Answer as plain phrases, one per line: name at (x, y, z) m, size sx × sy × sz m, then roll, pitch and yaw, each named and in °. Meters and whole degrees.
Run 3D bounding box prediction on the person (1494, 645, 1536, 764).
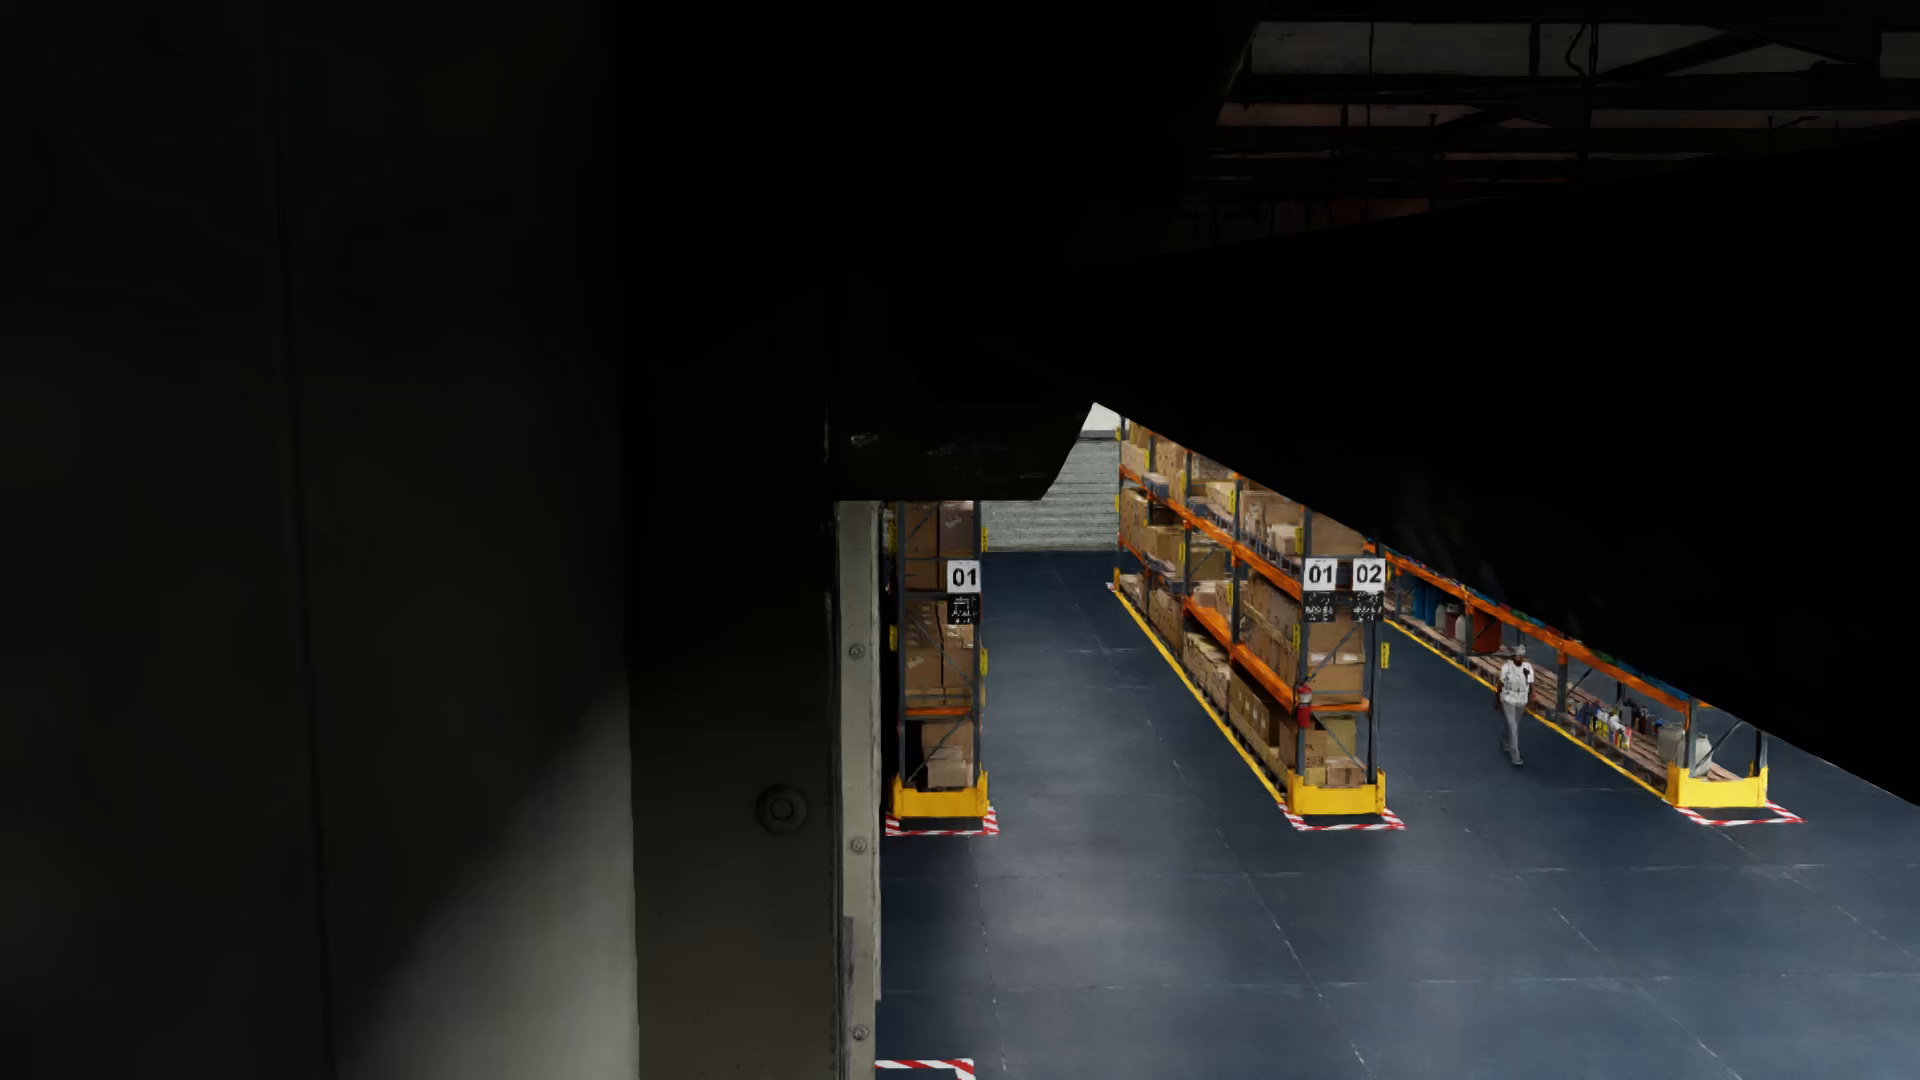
person at (7.697, 2.221, 23.003) m, size 0.461 × 1.626 × 0.999 m, roll -1°, pitch 8°, yaw -4°
